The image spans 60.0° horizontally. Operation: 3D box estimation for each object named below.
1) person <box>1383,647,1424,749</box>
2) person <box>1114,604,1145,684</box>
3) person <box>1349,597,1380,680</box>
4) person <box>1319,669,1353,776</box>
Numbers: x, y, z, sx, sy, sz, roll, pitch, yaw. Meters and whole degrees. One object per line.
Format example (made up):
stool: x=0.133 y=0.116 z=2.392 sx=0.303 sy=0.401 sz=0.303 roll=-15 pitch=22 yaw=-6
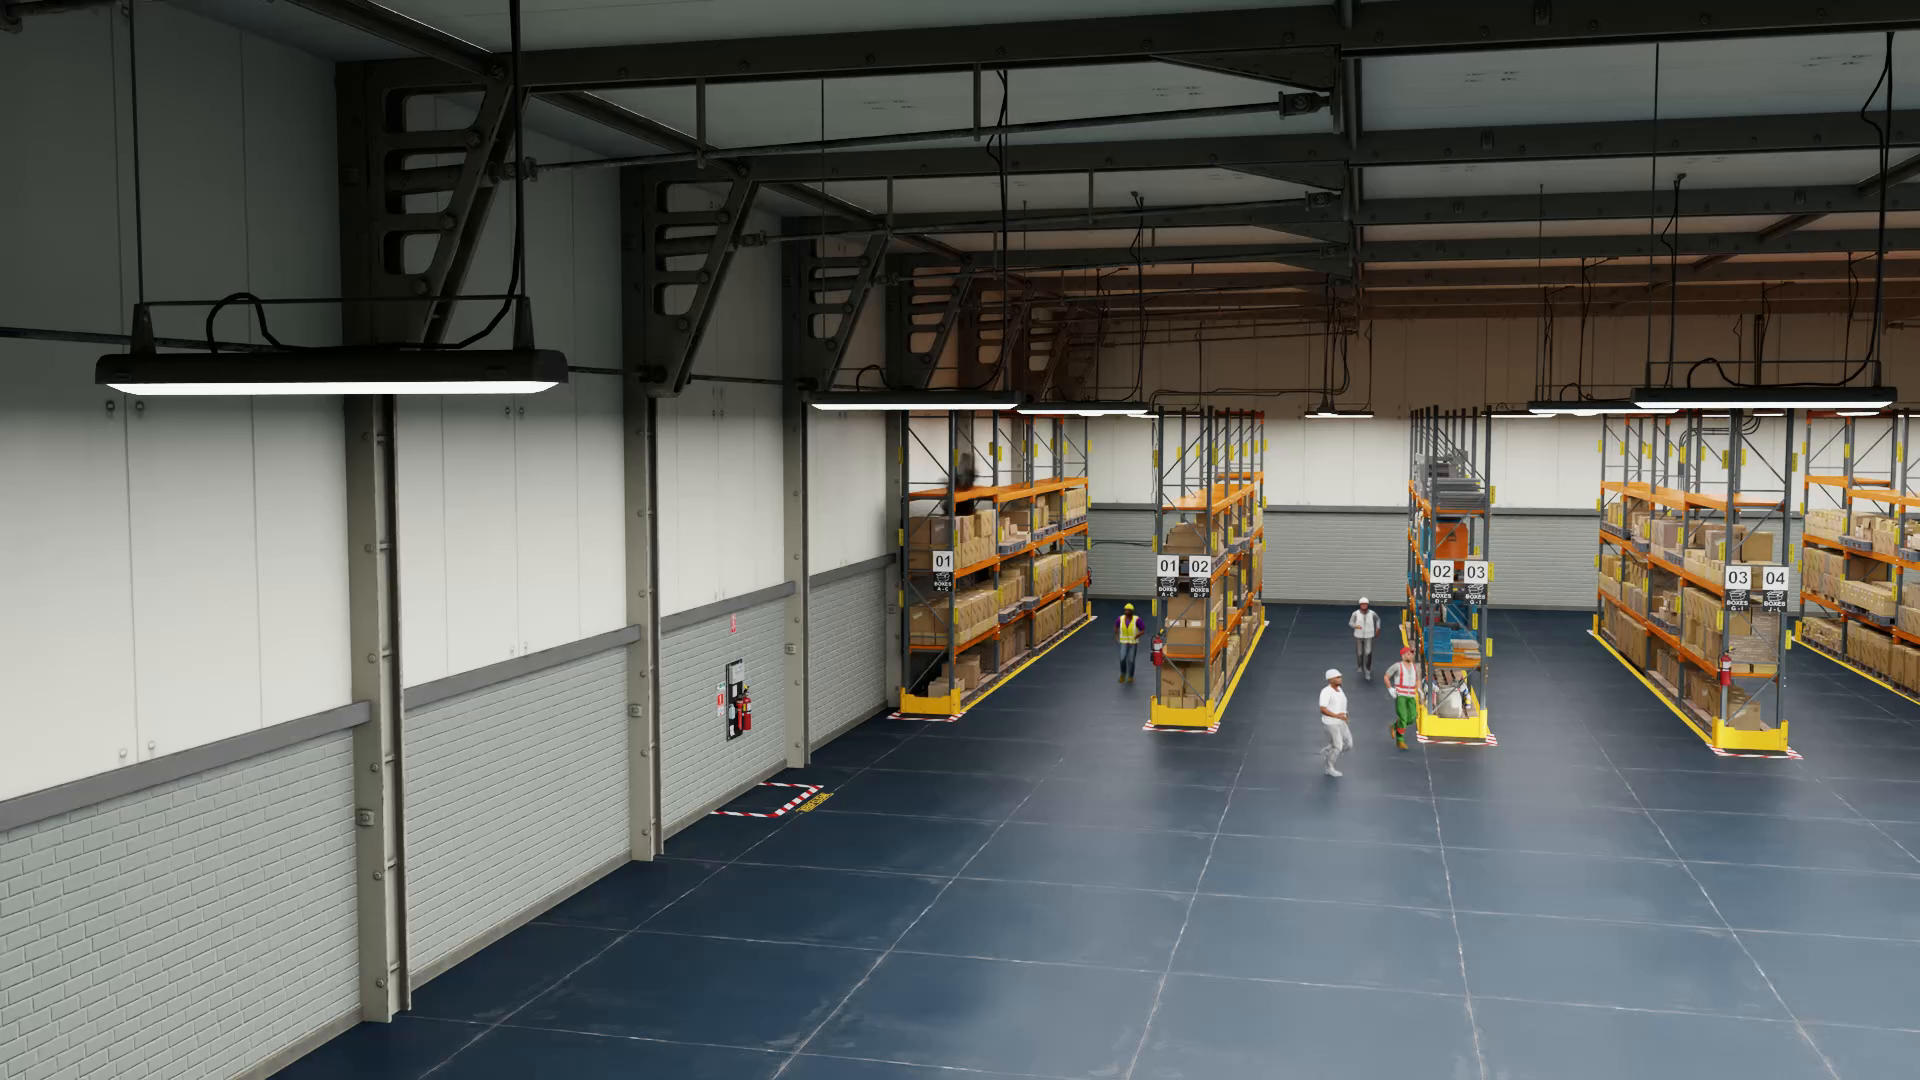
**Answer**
person: x=7.829 y=2.762 z=29.298 sx=0.702 sy=1.749 sz=0.597 roll=-1 pitch=4 yaw=-15
person: x=3.672 y=2.256 z=36.128 sx=0.697 sy=1.753 sz=0.672 roll=1 pitch=4 yaw=12
person: x=9.001 y=2.197 z=37.030 sx=0.673 sy=1.855 sz=0.760 roll=1 pitch=4 yaw=15
person: x=6.054 y=2.940 z=26.822 sx=0.582 sy=1.723 sz=0.700 roll=3 pitch=5 yaw=39
